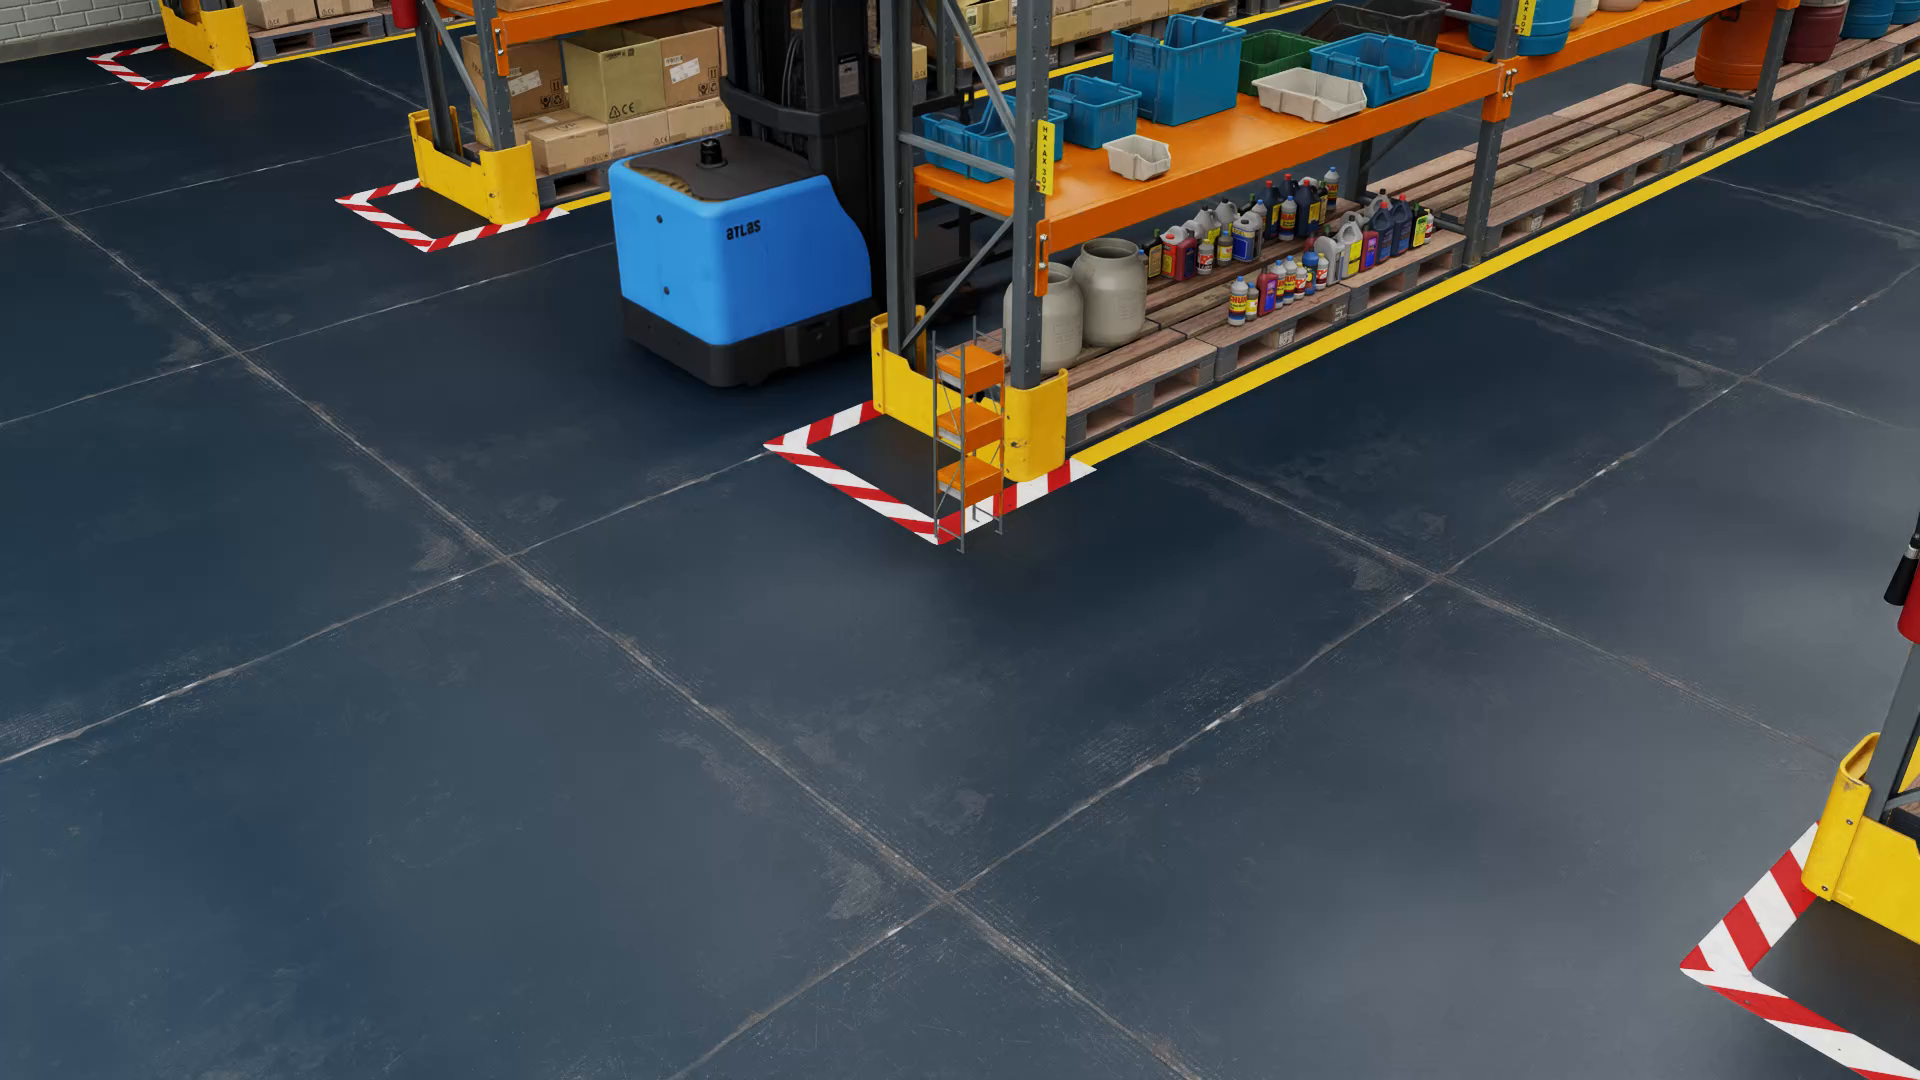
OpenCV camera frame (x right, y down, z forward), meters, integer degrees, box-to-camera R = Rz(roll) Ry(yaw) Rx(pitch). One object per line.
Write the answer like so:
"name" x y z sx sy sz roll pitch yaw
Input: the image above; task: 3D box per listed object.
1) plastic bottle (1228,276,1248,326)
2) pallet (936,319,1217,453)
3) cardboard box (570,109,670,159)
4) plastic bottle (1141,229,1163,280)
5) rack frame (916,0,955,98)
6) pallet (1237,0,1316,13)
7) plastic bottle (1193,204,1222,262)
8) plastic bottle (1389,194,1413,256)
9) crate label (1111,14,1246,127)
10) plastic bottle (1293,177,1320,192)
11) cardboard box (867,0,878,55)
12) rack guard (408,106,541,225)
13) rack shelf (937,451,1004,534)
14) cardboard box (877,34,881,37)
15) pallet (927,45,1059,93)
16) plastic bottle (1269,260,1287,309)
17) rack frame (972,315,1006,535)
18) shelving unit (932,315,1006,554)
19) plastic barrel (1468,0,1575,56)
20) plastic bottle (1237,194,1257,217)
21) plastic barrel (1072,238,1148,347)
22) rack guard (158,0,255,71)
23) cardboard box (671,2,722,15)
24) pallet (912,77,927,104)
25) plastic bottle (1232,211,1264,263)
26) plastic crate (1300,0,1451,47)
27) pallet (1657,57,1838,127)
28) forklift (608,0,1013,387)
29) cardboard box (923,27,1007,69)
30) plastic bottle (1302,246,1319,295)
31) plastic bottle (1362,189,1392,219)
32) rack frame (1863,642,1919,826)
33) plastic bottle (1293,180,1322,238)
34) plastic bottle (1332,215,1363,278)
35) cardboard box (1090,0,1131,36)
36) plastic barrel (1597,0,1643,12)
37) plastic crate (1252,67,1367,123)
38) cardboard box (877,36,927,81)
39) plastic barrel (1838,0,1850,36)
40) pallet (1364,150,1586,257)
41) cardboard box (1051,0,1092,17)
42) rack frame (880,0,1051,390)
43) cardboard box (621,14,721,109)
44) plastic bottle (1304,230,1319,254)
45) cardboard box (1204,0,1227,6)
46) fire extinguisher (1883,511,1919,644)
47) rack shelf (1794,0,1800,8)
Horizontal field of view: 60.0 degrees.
"plastic bottle" 1.549 -1.338 9.256 0.097 0.271 0.097 0 31 0
"pallet" 0.631 -0.932 9.072 1.213 0.211 1.003 -26 40 -35
"cardboard box" -2.449 -2.977 11.976 0.500 0.250 0.500 -26 40 -35
"plastic bottle" 1.130 -1.687 9.815 0.133 0.283 0.061 -25 39 -34
"rack frame" -0.424 -5.105 13.224 0.127 3.000 1.000 -26 40 -35
"pallet" 3.082 -5.585 16.681 1.213 0.211 1.003 -26 40 -35
"plastic bottle" 1.480 -1.856 10.027 0.185 0.351 0.144 -24 39 -34
"plastic bottle" 2.665 -1.928 10.145 0.185 0.351 0.144 -27 41 -37
"crate label" 1.174 -2.562 9.030 0.616 0.435 0.502 -26 40 -35
"plastic bottle" 2.191 -2.164 10.603 0.135 0.276 0.152 -24 39 -34
"cardboard box" -0.990 -4.010 12.948 0.500 0.500 0.500 -26 40 -35
"rack guard" -3.375 -2.612 11.542 0.348 0.500 1.175 -26 40 -35
"rack shelf" 0.039 -0.221 7.658 0.240 0.259 0.215 -26 40 -35
"cardboard box" -0.970 -4.063 13.752 0.500 0.250 0.500 -26 40 -35
"pallet" 0.090 -4.192 14.403 1.213 0.211 1.003 -26 40 -35
"plastic bottle" 1.801 -1.460 9.455 0.097 0.271 0.097 0 31 0
"rack frame" 0.129 -0.510 7.578 0.008 1.050 0.200 -26 40 -35
"shelving unit" 0.039 -0.467 7.507 0.252 1.050 0.215 -26 40 -35
"plastic barrel" 3.430 -3.444 10.027 0.708 0.901 0.600 -26 40 -35
"plastic bottle" 1.779 -2.001 10.329 0.133 0.283 0.061 -24 39 -33
"plastic barrel" 0.806 -1.349 9.062 0.421 0.512 0.421 0 31 0
"rack guard" -6.673 -4.541 14.697 0.348 0.500 1.175 -26 40 -35
"cardboard box" -2.076 -3.854 12.691 0.500 0.500 0.500 -26 40 -35
"pallet" -1.036 -3.650 13.516 1.213 0.211 1.003 -26 40 -35
"plastic bottle" 1.736 -1.842 10.076 0.135 0.276 0.152 -26 40 -35
"plastic crate" 2.471 -3.046 9.915 0.504 0.338 0.767 -26 40 -35
"pallet" 6.424 -3.734 13.654 1.213 0.211 1.003 -26 40 -35
"forklift" -0.499 -2.717 9.383 3.031 2.935 1.130 -25 39 -34
"cardboard box" 0.040 -4.160 13.911 0.500 0.250 0.500 -27 40 -37
"plastic bottle" 2.022 -1.567 9.631 0.097 0.271 0.097 0 31 0
"plastic bottle" 2.567 -1.983 10.236 0.185 0.351 0.144 -26 40 -35
"rack frame" 3.375 0.104 4.704 0.127 3.000 1.000 -26 40 -35
"plastic bottle" 2.165 -2.084 10.400 0.185 0.351 0.144 -26 40 -35
"plastic bottle" 2.287 -1.746 9.847 0.185 0.351 0.144 -26 40 -36
"cardboard box" 1.167 -4.705 14.803 0.500 0.250 0.500 -25 39 -35
"plastic barrel" 4.330 -3.783 10.931 0.433 0.535 0.433 0 31 0
"plastic crate" 1.922 -2.424 9.091 0.437 0.136 0.530 -26 40 -35
"cardboard box" -0.616 -3.863 13.426 0.500 0.250 0.500 -26 40 -35
"plastic barrel" 7.403 -4.561 14.316 0.421 0.512 0.421 0 31 0
"pallet" 3.490 -2.313 11.330 1.213 0.211 1.003 -26 40 -35
"cardboard box" 0.798 -4.762 14.357 0.500 0.311 0.500 -27 41 -37
"rack frame" 0.008 -1.790 7.803 0.127 3.000 1.000 -26 40 -35
"cardboard box" -2.090 -3.478 12.077 0.500 0.500 0.500 -26 40 -35
"plastic bottle" 2.092 -1.701 9.839 0.133 0.283 0.061 -26 40 -35
"cardboard box" 2.289 -5.250 15.694 0.500 0.250 0.500 -25 39 -34
"fire extinguisher" 2.978 0.002 4.946 0.183 0.674 0.296 -26 40 -35
"rack shelf" 7.341 -5.031 13.791 4.000 0.370 1.077 -26 40 -35
